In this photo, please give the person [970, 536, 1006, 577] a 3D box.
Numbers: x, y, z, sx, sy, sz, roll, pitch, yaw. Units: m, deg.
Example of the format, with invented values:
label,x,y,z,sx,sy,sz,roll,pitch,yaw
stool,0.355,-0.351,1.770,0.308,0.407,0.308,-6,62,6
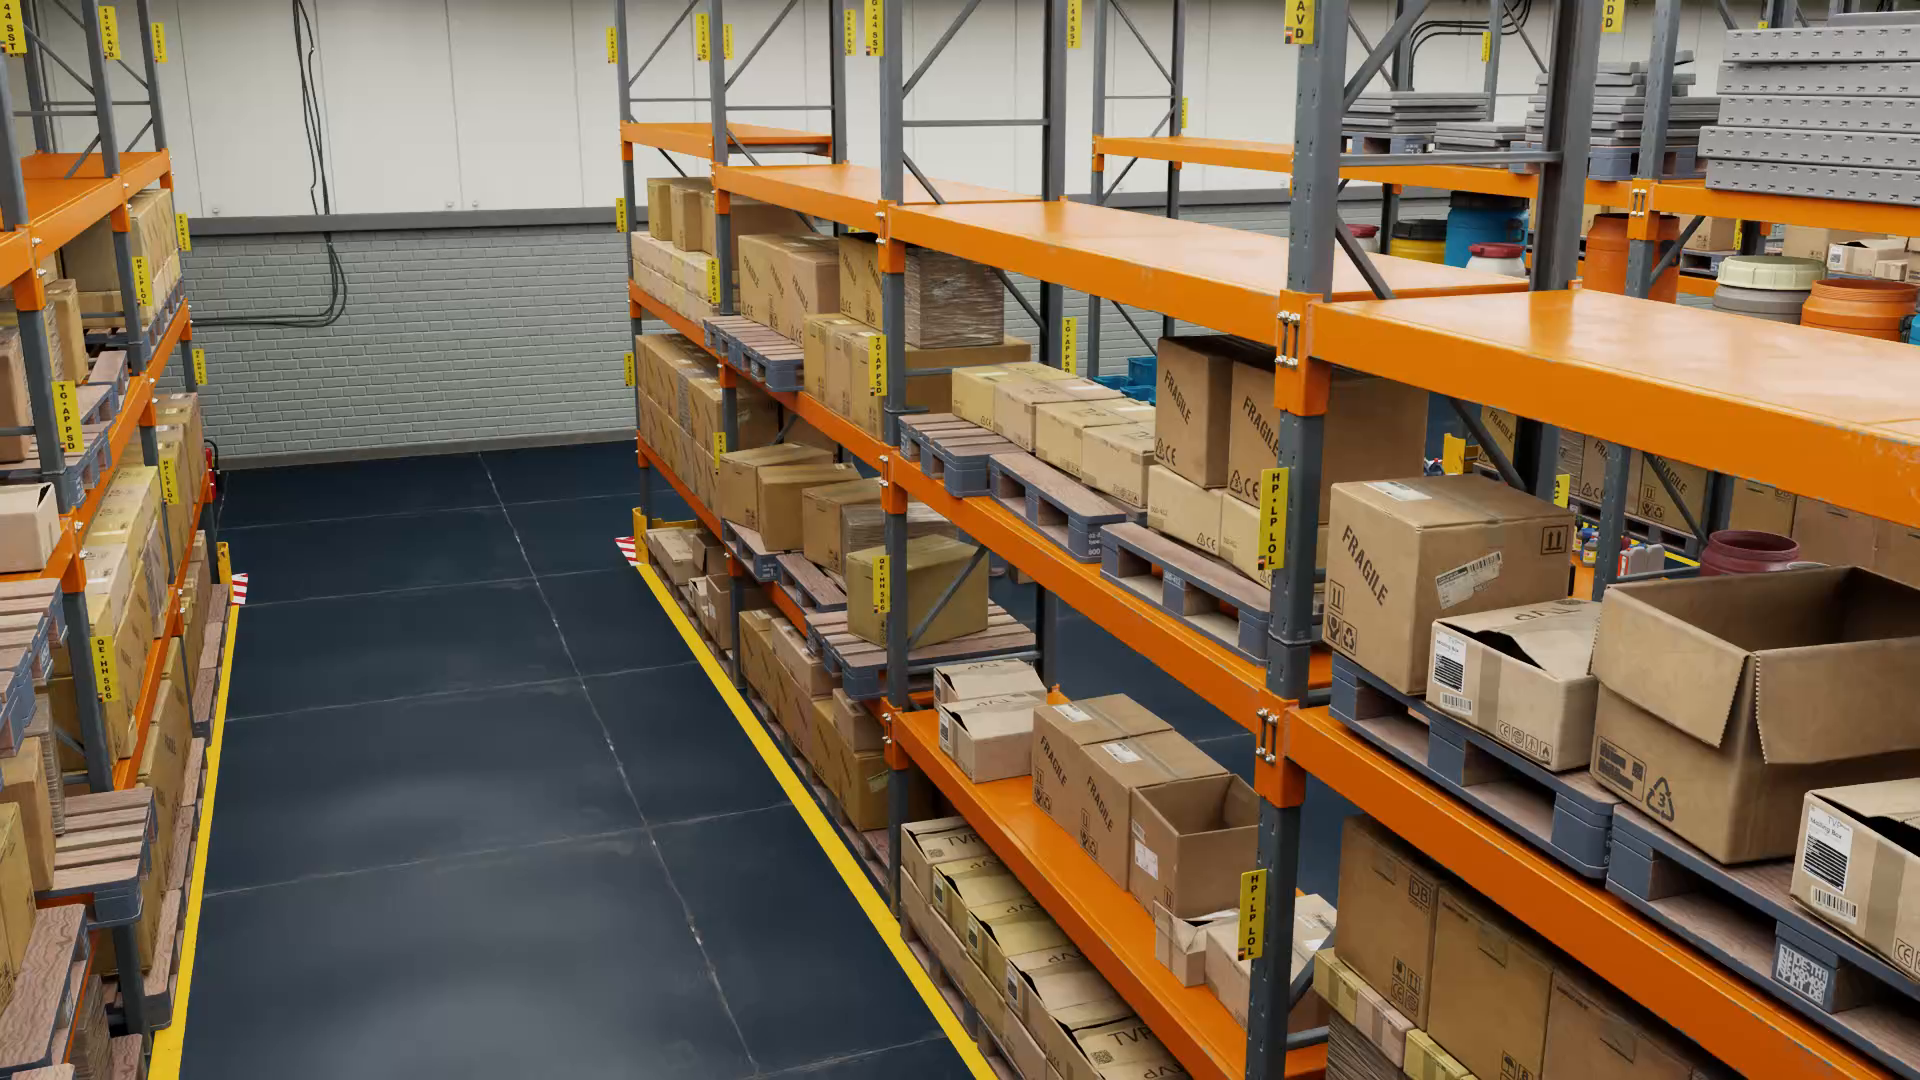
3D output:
label,x,y,z,sx,sy,sz,roll,pitch,yaw
person,0.233,-0.381,15.880,0.576,1.661,0.463,-8,18,-27
